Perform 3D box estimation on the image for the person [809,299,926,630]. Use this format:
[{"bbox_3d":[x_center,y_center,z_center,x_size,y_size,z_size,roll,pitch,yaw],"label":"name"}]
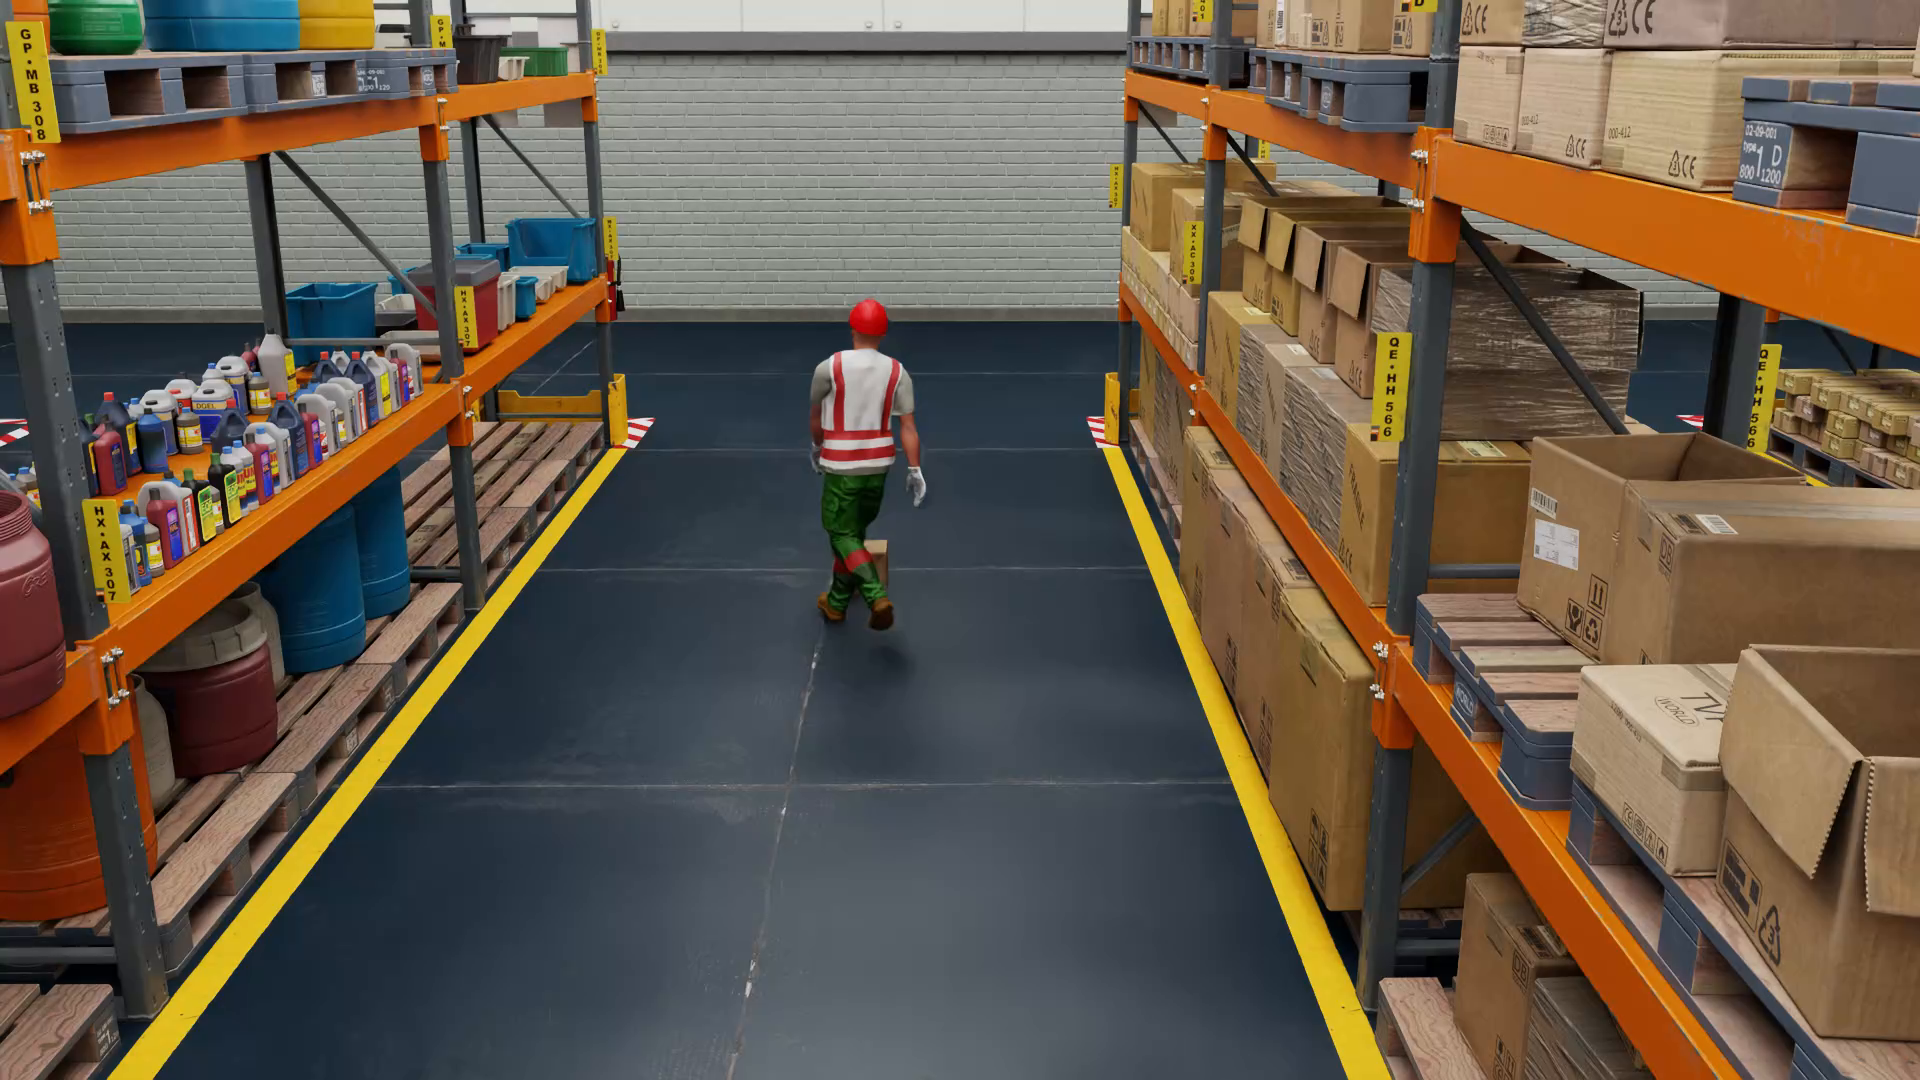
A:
[{"bbox_3d":[-0.480,-0.378,8.749,0.543,1.761,0.851,-8,19,-25],"label":"person"}]
